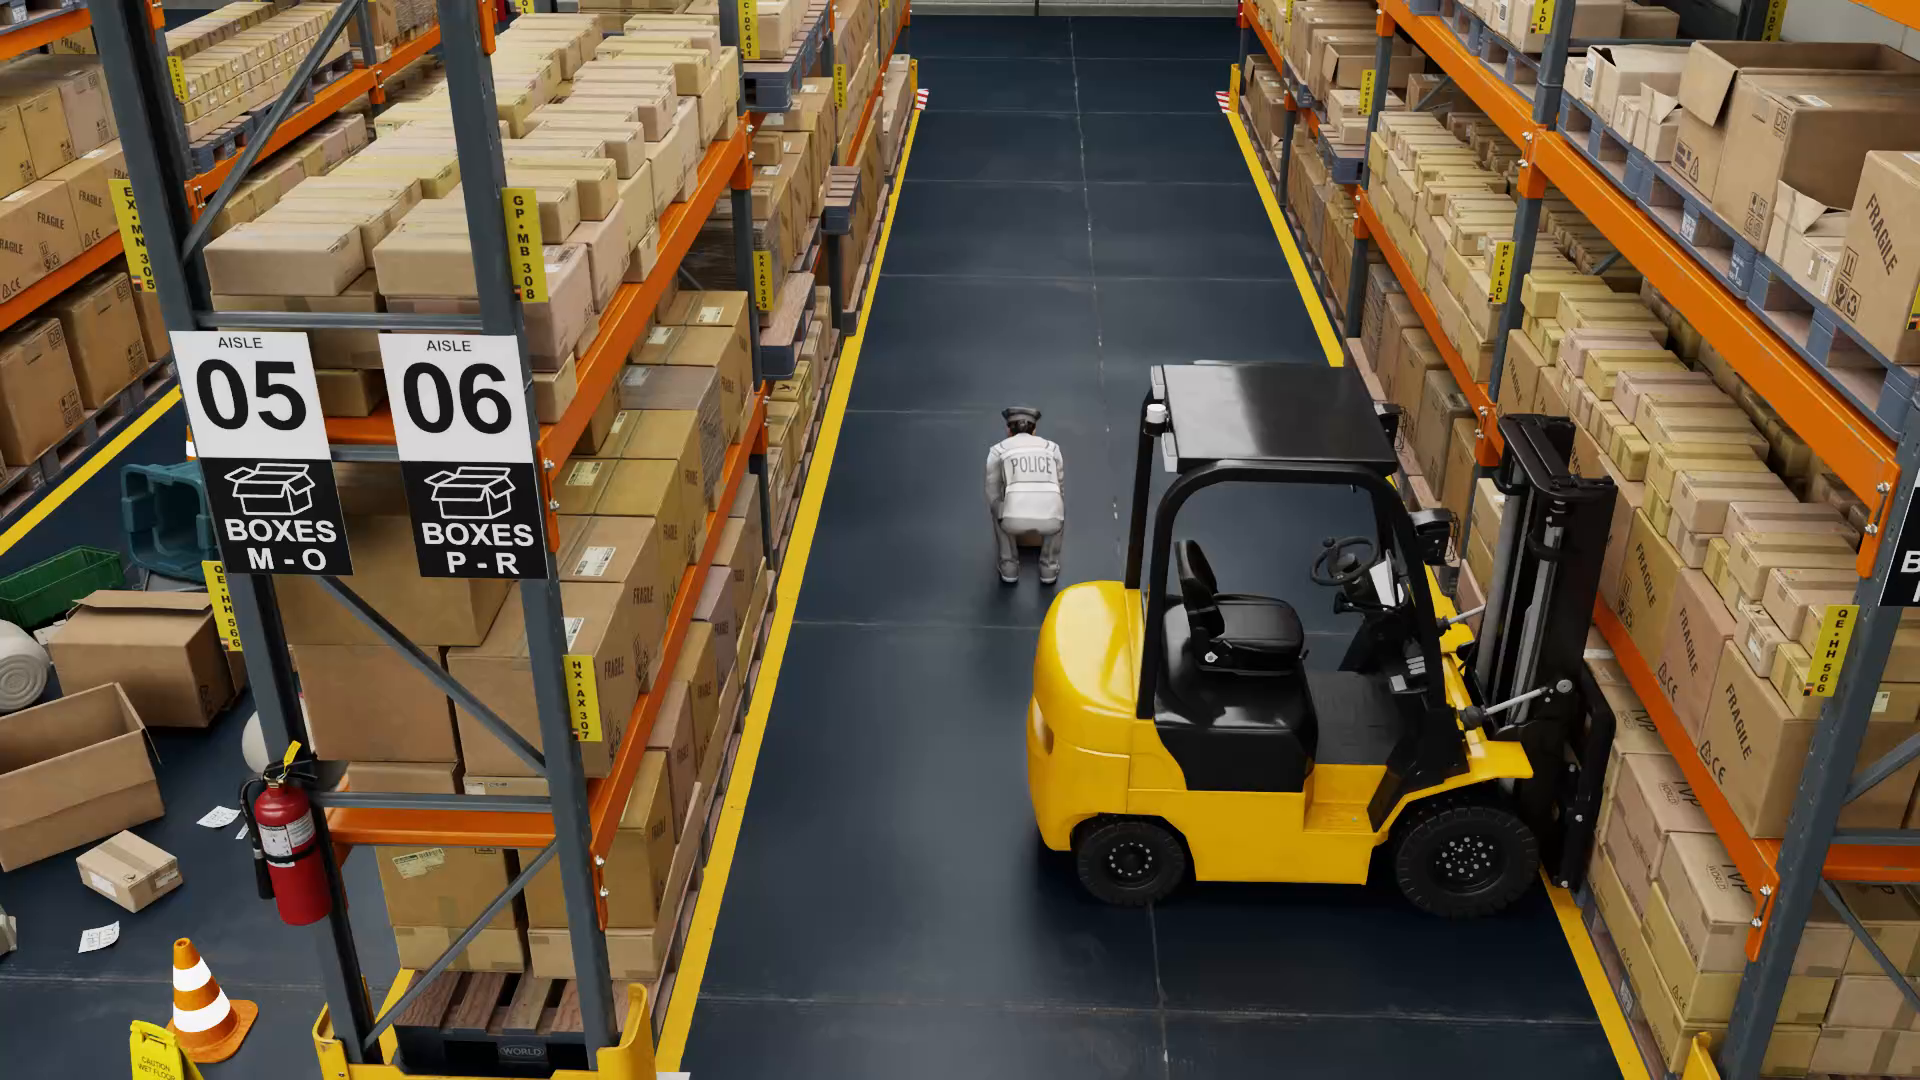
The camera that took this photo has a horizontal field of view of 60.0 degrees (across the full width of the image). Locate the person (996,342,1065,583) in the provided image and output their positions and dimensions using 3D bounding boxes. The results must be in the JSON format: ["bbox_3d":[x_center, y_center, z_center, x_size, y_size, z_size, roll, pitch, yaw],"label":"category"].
[{"bbox_3d":[0.413,-0.473,9.891,0.408,1.306,0.887,0,28,1],"label":"person"}]
